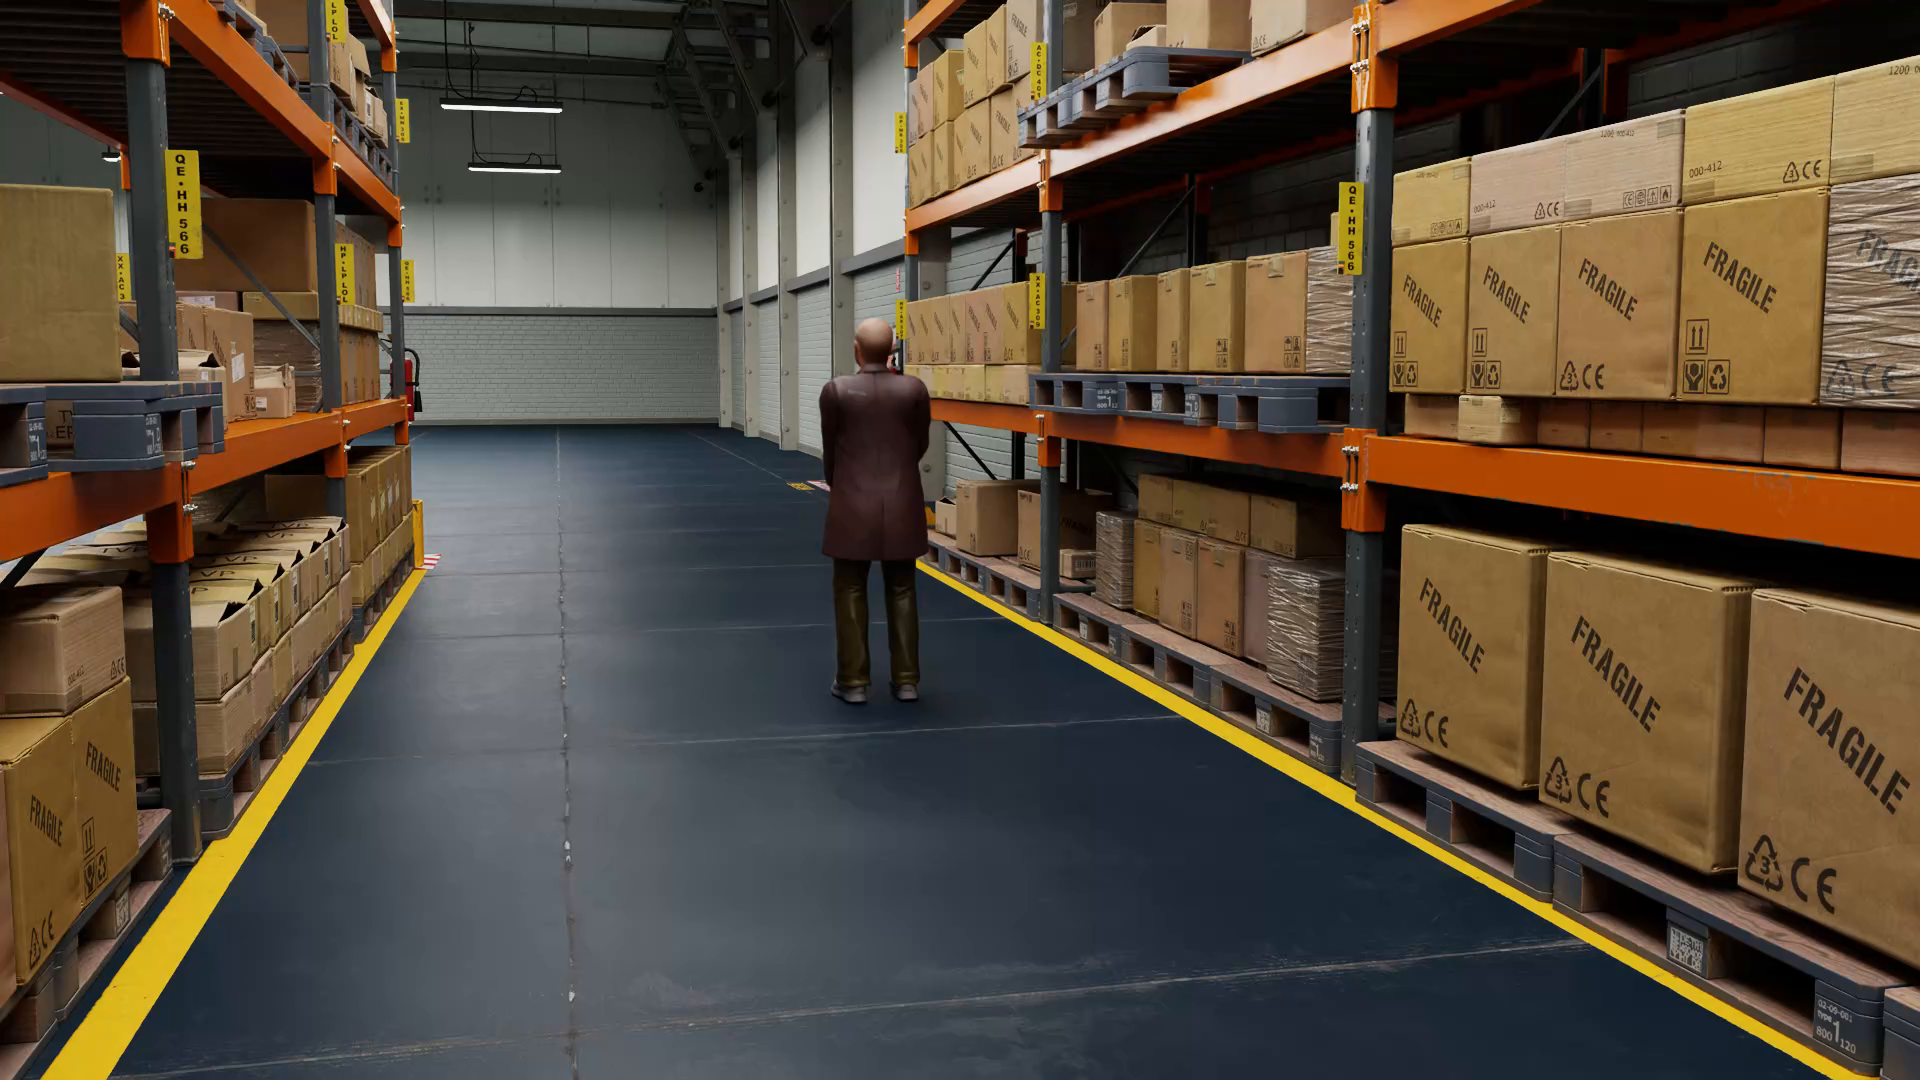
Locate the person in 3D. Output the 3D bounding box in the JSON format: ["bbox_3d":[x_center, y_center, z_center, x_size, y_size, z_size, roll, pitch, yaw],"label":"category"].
[{"bbox_3d":[-0.418,-0.149,7.826,0.527,1.775,0.556,-1,6,-13],"label":"person"}]
